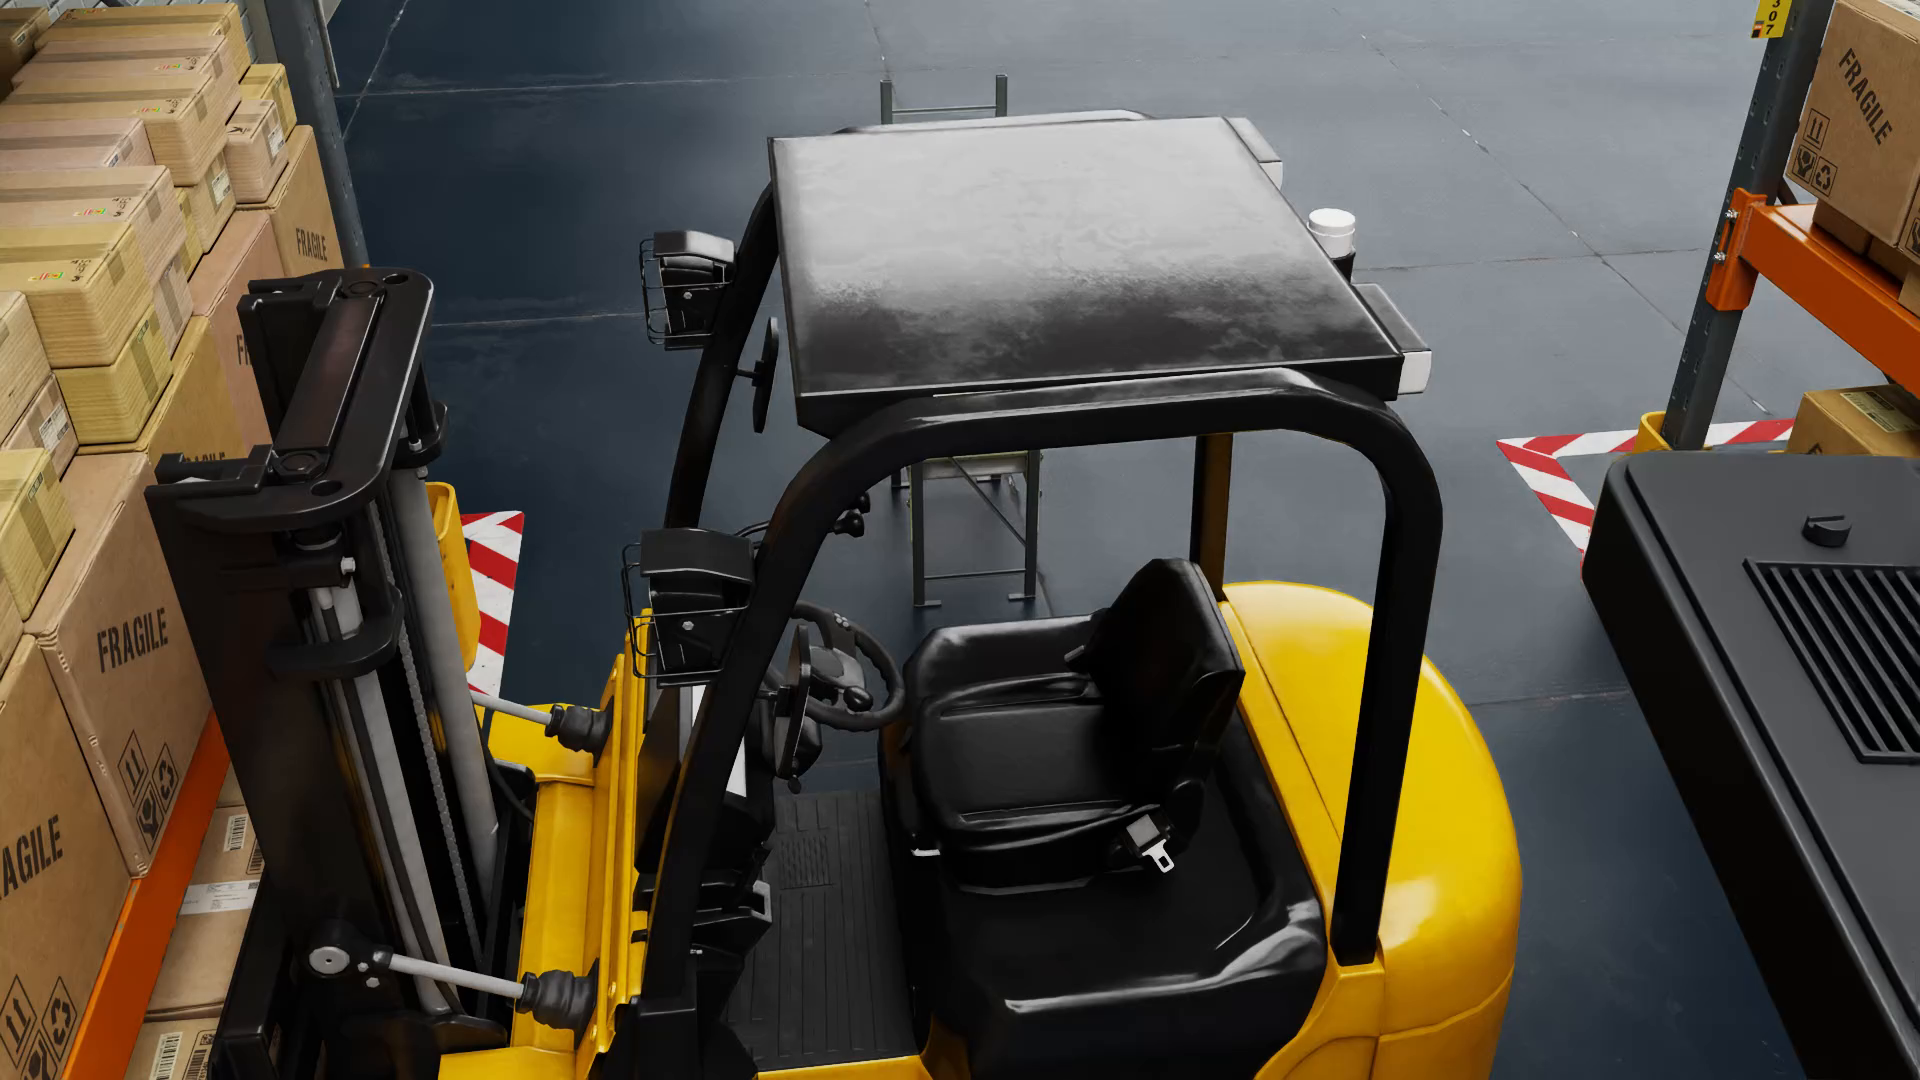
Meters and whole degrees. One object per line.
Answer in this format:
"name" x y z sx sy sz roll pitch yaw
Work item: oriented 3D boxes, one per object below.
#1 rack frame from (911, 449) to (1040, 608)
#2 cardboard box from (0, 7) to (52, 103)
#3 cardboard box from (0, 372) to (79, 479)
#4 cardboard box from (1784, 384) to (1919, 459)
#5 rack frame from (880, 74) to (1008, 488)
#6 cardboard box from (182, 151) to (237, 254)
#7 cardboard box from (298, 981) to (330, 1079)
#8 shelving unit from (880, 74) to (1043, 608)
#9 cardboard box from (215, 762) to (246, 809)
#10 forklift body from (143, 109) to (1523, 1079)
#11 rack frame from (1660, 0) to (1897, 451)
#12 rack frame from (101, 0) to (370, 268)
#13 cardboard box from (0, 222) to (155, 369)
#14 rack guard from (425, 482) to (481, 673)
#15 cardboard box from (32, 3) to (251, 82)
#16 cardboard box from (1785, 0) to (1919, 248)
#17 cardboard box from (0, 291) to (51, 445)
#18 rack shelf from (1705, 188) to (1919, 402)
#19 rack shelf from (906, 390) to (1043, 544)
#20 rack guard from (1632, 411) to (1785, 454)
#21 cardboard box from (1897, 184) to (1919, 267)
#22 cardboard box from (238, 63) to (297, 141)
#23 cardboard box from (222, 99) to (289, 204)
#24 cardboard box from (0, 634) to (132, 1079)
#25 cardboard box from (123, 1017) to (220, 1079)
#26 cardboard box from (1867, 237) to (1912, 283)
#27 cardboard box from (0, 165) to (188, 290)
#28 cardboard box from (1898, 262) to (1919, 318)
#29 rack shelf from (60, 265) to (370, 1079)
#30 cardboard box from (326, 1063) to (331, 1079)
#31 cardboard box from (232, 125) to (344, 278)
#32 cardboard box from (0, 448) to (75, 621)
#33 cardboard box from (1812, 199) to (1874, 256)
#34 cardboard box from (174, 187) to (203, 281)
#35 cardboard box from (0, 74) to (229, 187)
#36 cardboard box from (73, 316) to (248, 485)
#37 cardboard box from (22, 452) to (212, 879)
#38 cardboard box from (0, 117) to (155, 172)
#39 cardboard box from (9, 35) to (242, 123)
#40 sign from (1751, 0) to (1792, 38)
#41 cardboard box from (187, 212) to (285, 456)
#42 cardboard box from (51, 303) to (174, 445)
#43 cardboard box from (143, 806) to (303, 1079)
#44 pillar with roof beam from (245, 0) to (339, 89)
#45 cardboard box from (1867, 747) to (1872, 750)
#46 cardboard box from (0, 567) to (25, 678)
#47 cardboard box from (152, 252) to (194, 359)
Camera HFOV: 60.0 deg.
"rack frame" 0.048 -0.419 5.033 0.400 1.500 0.023 -4 35 -6
"cardboard box" -2.273 -1.085 3.749 0.380 0.149 0.250 -5 35 -7
"cardboard box" -1.641 -0.133 2.617 0.380 0.149 0.250 -5 35 -7
"cardboard box" 2.650 -0.097 4.631 0.500 0.500 0.500 -5 35 -8
"rack frame" -0.050 -0.828 5.633 0.400 1.500 0.023 -4 35 -6
"cardboard box" -1.744 -0.703 3.454 0.380 0.149 0.250 -4 34 -5
"cardboard box" -1.520 0.995 3.251 0.500 0.250 0.500 -4 35 -7
"shelving unit" -0.001 -0.623 5.333 0.431 1.500 0.755 -4 35 -6
"cardboard box" -1.583 0.492 3.545 0.500 0.250 0.500 -4 34 -6
"forklift body" -0.043 0.415 3.231 2.313 2.155 1.214 -4 35 -6
"rack frame" 2.812 -1.234 4.897 1.000 3.000 0.127 -4 35 -6
"rack frame" -2.106 -0.856 4.342 1.000 3.000 0.127 -4 35 -6
"cardboard box" -1.578 -0.400 2.744 0.380 0.149 0.250 -4 34 -5
"rack guard" -2.109 0.164 5.066 1.175 0.500 0.348 -4 35 -6
"cardboard box" -1.849 -1.104 3.778 0.380 0.149 0.250 -4 35 -6
"cardboard box" 2.601 -1.113 4.366 0.500 0.500 0.500 -5 35 -7
"cardboard box" -1.637 -0.249 2.523 0.380 0.149 0.250 -4 34 -6
"rack shelf" 3.081 0.179 3.462 1.077 0.370 4.000 -4 35 -6
"rack shelf" -0.001 -0.354 5.517 0.431 0.370 0.720 -4 35 -6
"rack guard" 2.822 -0.159 5.539 1.175 0.500 0.348 -4 35 -6
"cardboard box" 2.674 -0.824 3.943 0.500 0.500 0.500 -3 34 -5
"cardboard box" -1.782 -0.993 3.879 0.380 0.149 0.250 -4 34 -6
"cardboard box" -1.718 -0.853 3.673 0.380 0.149 0.250 -4 34 -6
"cardboard box" -1.525 0.496 2.270 0.500 0.500 0.500 -5 35 -7
"cardboard box" -1.459 1.069 2.698 0.500 0.250 0.500 -3 34 -5
"cardboard box" 2.701 -0.785 4.461 0.380 0.149 0.250 -4 34 -6
"cardboard box" -1.618 -0.544 2.955 0.380 0.149 0.250 -4 34 -5
"cardboard box" 2.656 -0.631 4.235 0.380 0.149 0.250 -5 35 -8
"rack shelf" -1.837 0.557 2.907 1.077 0.370 4.000 -4 35 -6
"cardboard box" -1.522 1.191 3.407 0.500 0.250 0.500 -3 34 -5
"cardboard box" -1.780 -0.643 3.940 0.500 0.500 0.500 -5 35 -7
"cardboard box" -1.539 0.005 2.415 0.380 0.149 0.250 -5 35 -7
"cardboard box" 2.653 -0.925 4.667 0.380 0.149 0.250 -4 35 -6
"cardboard box" -1.722 -0.564 3.249 0.380 0.149 0.250 -5 35 -7
"cardboard box" -1.723 -0.825 3.368 0.380 0.149 0.250 -4 34 -5
"cardboard box" -1.650 -0.066 3.095 0.500 0.500 0.500 -5 35 -7
"cardboard box" -1.571 0.213 2.685 0.500 0.500 0.500 -4 34 -6
"cardboard box" -1.763 -0.681 3.156 0.380 0.149 0.250 -4 34 -6
"cardboard box" -1.785 -0.969 3.579 0.380 0.149 0.250 -4 35 -6
"sign" 2.274 -1.551 4.593 0.100 0.325 0.005 -4 35 -6
"cardboard box" -1.719 -0.352 3.515 0.500 0.500 0.500 -3 34 -5
"cardboard box" -1.585 -0.279 2.831 0.380 0.149 0.250 -4 34 -6
"cardboard box" -1.522 0.776 3.129 0.500 0.250 0.500 -5 35 -7
"pillar with roof beam" 0.553 -6.552 7.374 9.100 9.000 0.400 -4 35 -6
"cardboard box" 2.708 0.485 4.443 0.500 0.250 0.500 -3 34 -5
"cardboard box" -1.494 0.153 2.198 0.380 0.149 0.250 -5 35 -8
"cardboard box" -1.639 -0.419 3.036 0.380 0.149 0.250 -5 35 -8
